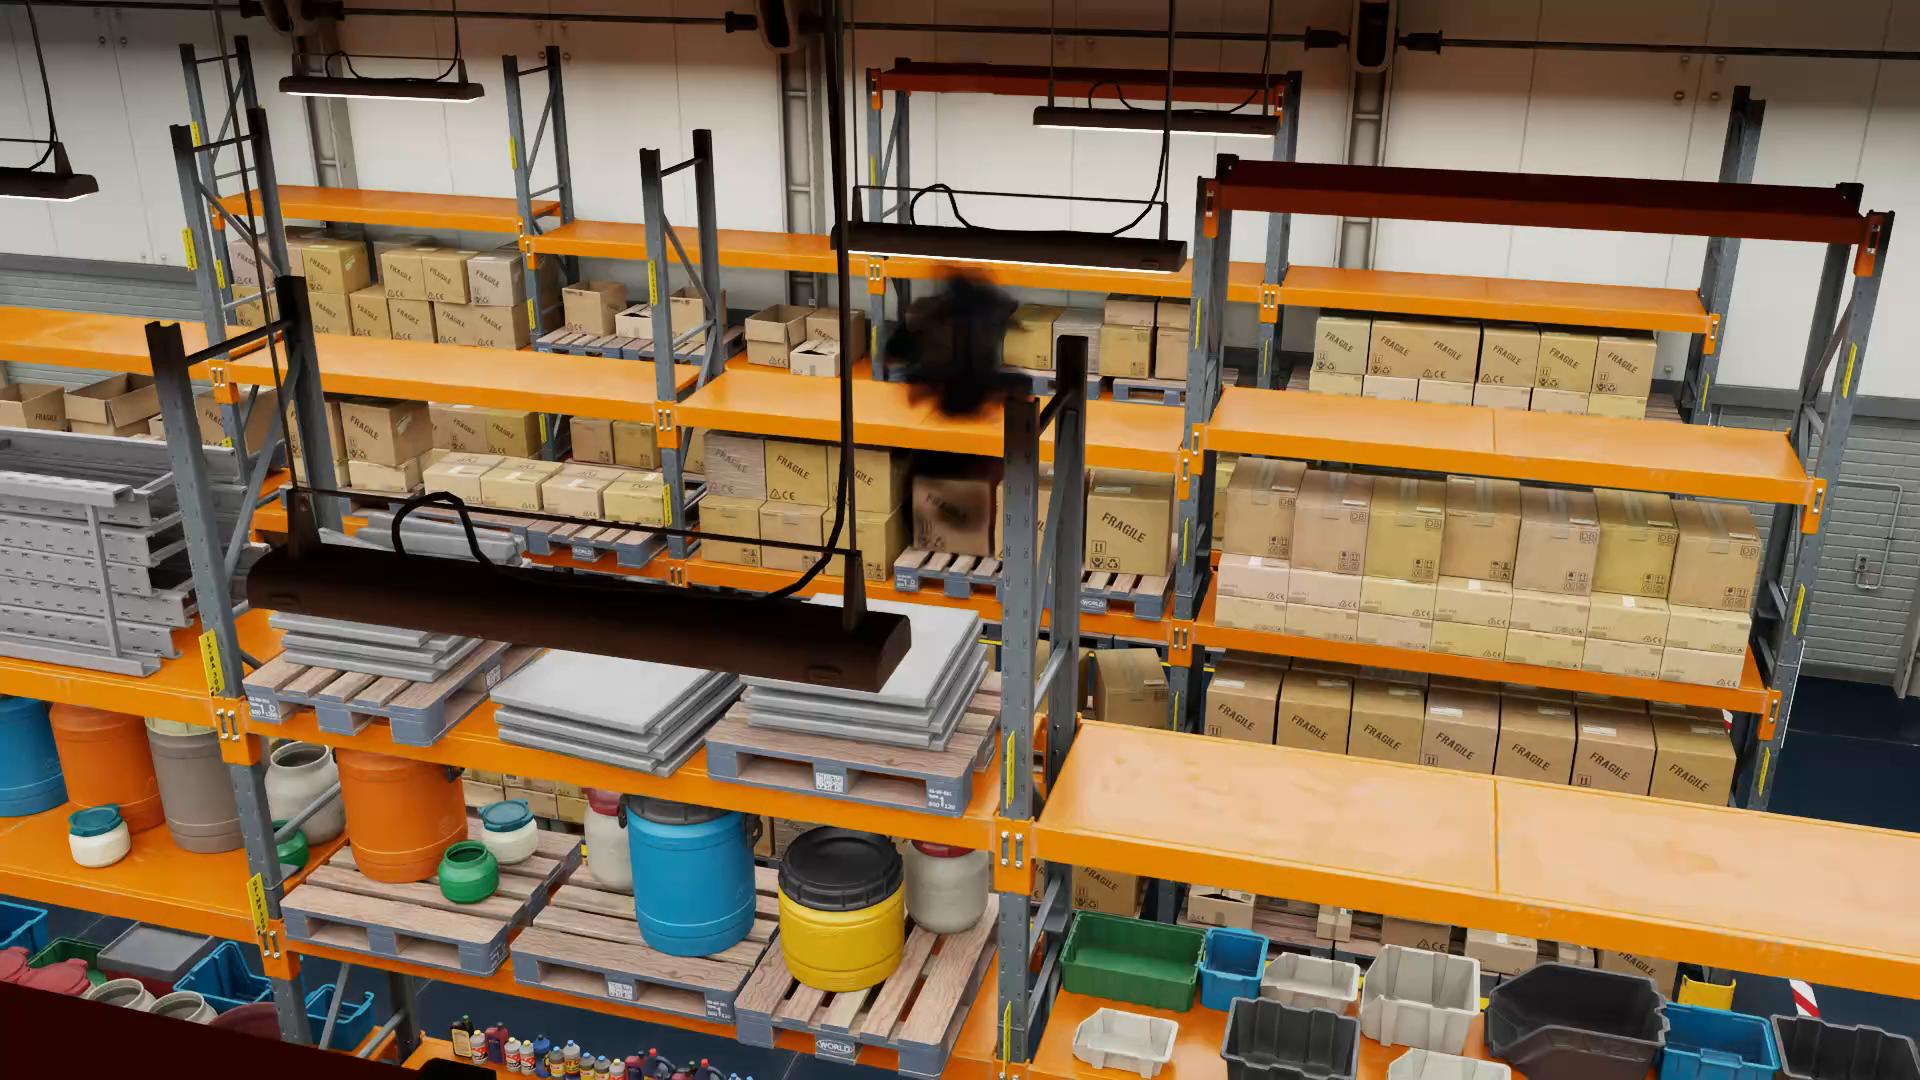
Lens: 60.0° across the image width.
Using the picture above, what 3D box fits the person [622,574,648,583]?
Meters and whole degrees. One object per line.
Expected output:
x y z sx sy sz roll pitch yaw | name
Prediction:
-3.160 1.055 16.088 0.571 1.648 0.614 4 23 10 | person
